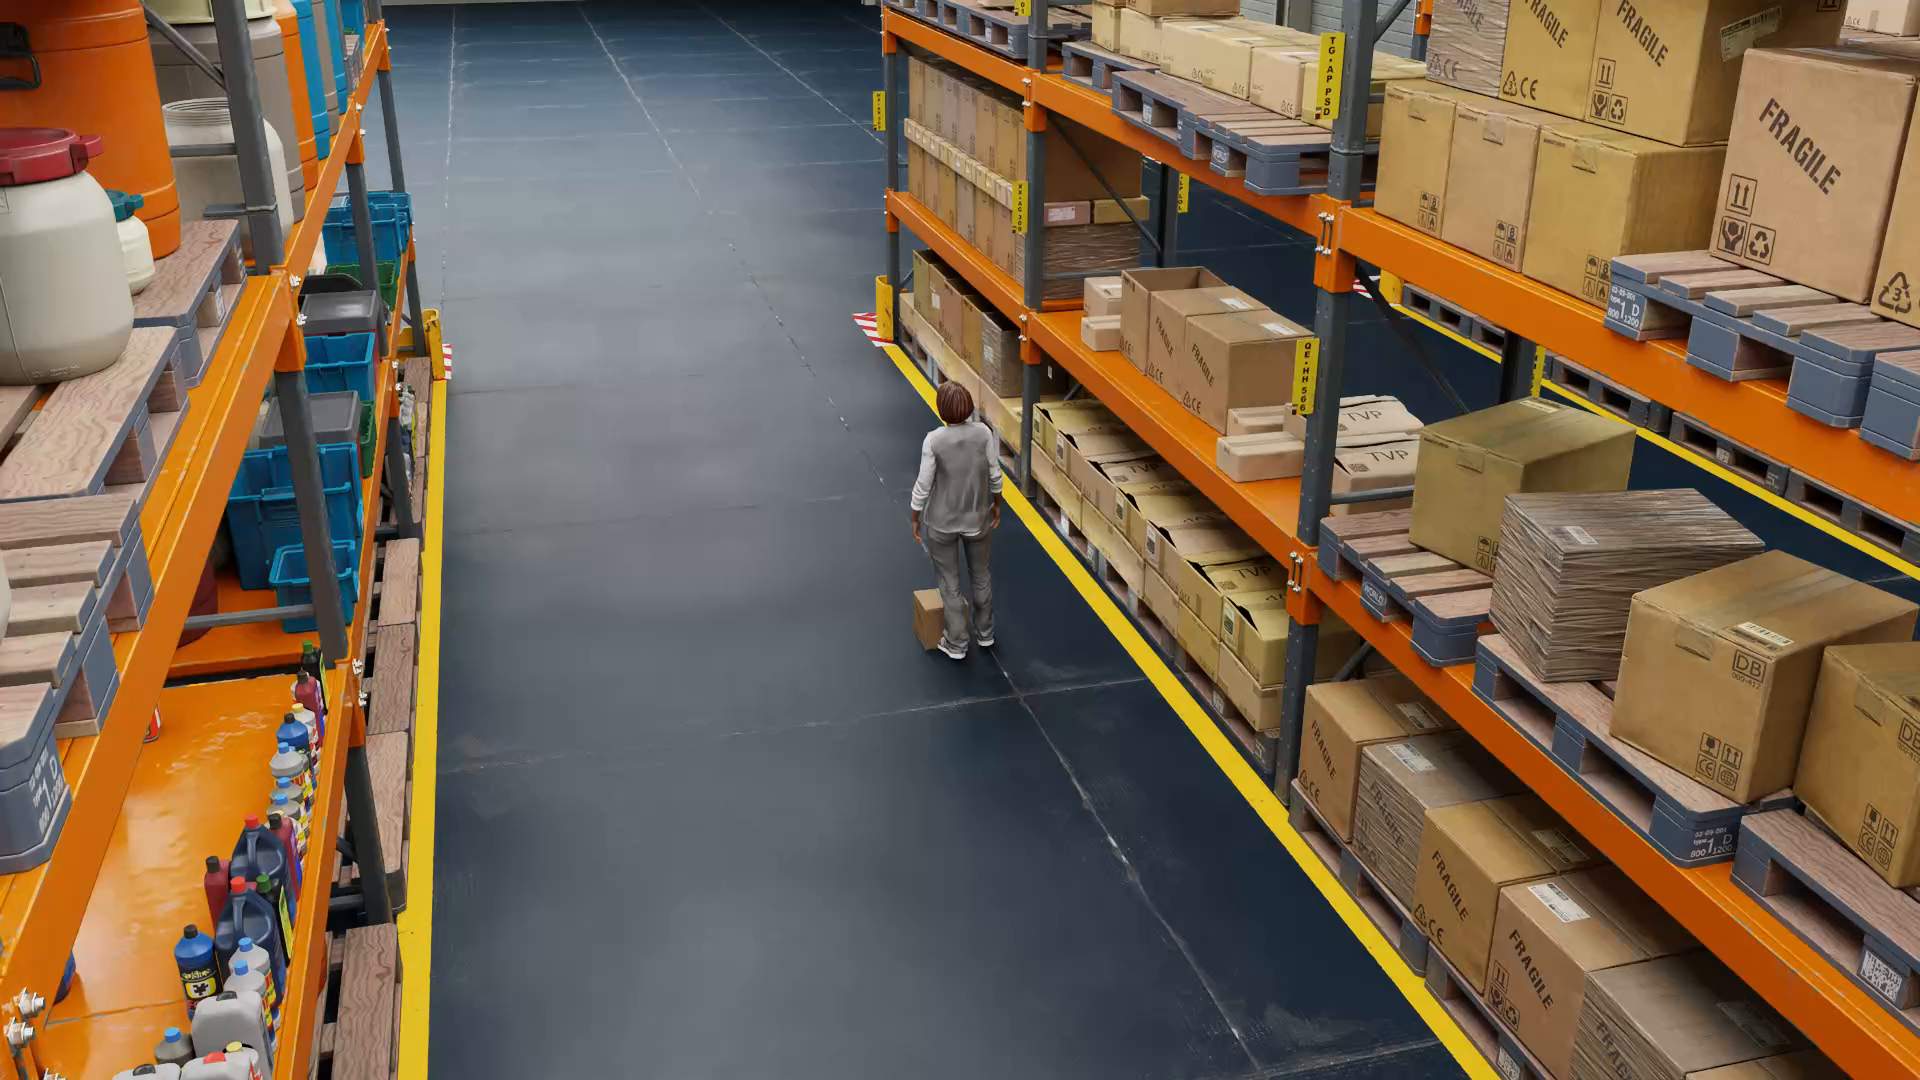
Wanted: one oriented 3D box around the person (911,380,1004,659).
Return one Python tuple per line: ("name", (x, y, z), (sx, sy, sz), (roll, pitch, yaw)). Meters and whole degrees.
("person", (-0.023, -0.122, 8.871), (0.521, 1.597, 0.475), (-6, 24, -14))
